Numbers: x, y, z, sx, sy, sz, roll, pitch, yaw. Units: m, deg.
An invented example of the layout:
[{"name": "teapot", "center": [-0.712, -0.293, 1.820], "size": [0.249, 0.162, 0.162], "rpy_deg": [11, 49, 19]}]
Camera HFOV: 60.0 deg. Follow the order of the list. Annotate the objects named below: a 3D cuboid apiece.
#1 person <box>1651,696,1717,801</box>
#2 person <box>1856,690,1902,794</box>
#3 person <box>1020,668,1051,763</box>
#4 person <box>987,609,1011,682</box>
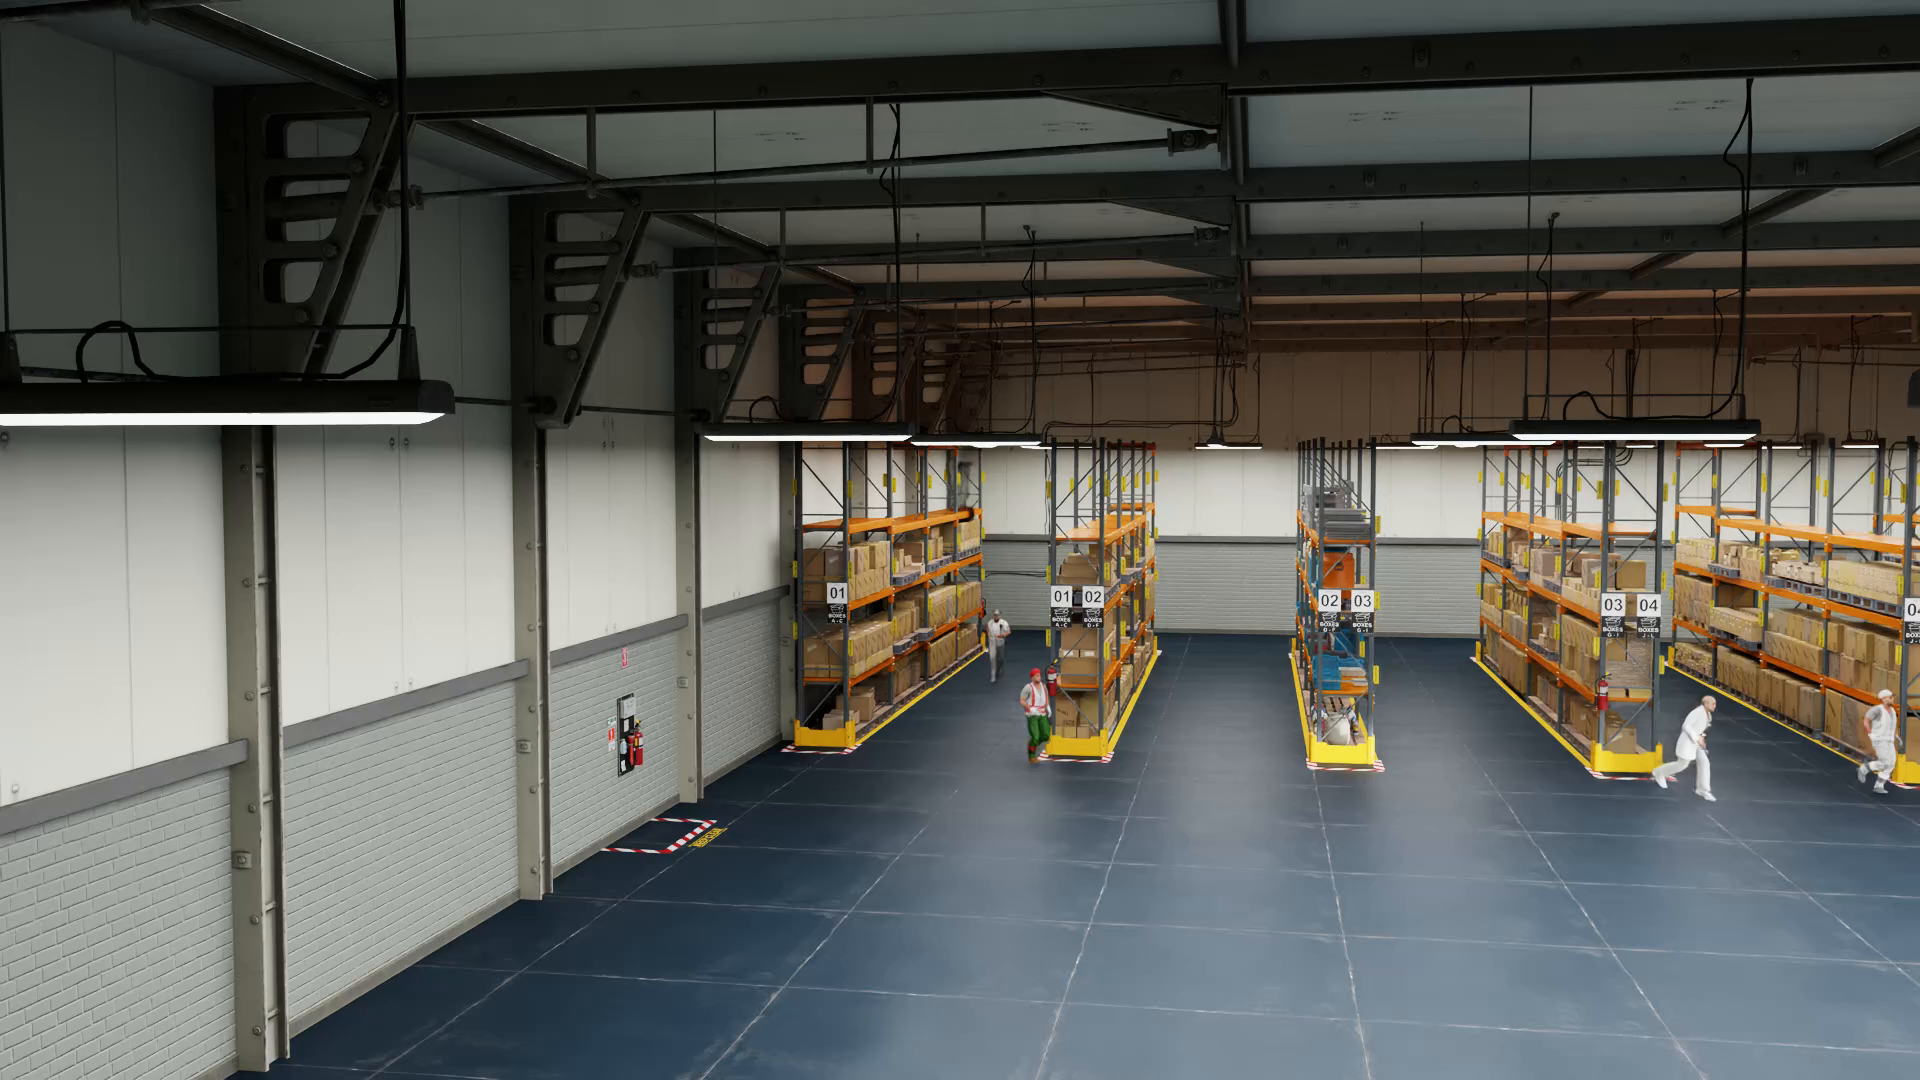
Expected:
[{"name": "person", "center": [12.083, 3.420, 27.694], "size": [1.086, 1.738, 0.741], "rpy_deg": [3, 4, 42]}, {"name": "person", "center": [15.565, 3.381, 28.029], "size": [0.697, 1.711, 0.605], "rpy_deg": [-1, 3, -24]}, {"name": "person", "center": [1.415, 3.226, 30.601], "size": [0.707, 1.738, 0.619], "rpy_deg": [-2, 4, -34]}, {"name": "person", "center": [0.970, 2.648, 41.876], "size": [0.614, 1.836, 1.075], "rpy_deg": [0, 3, 3]}]
